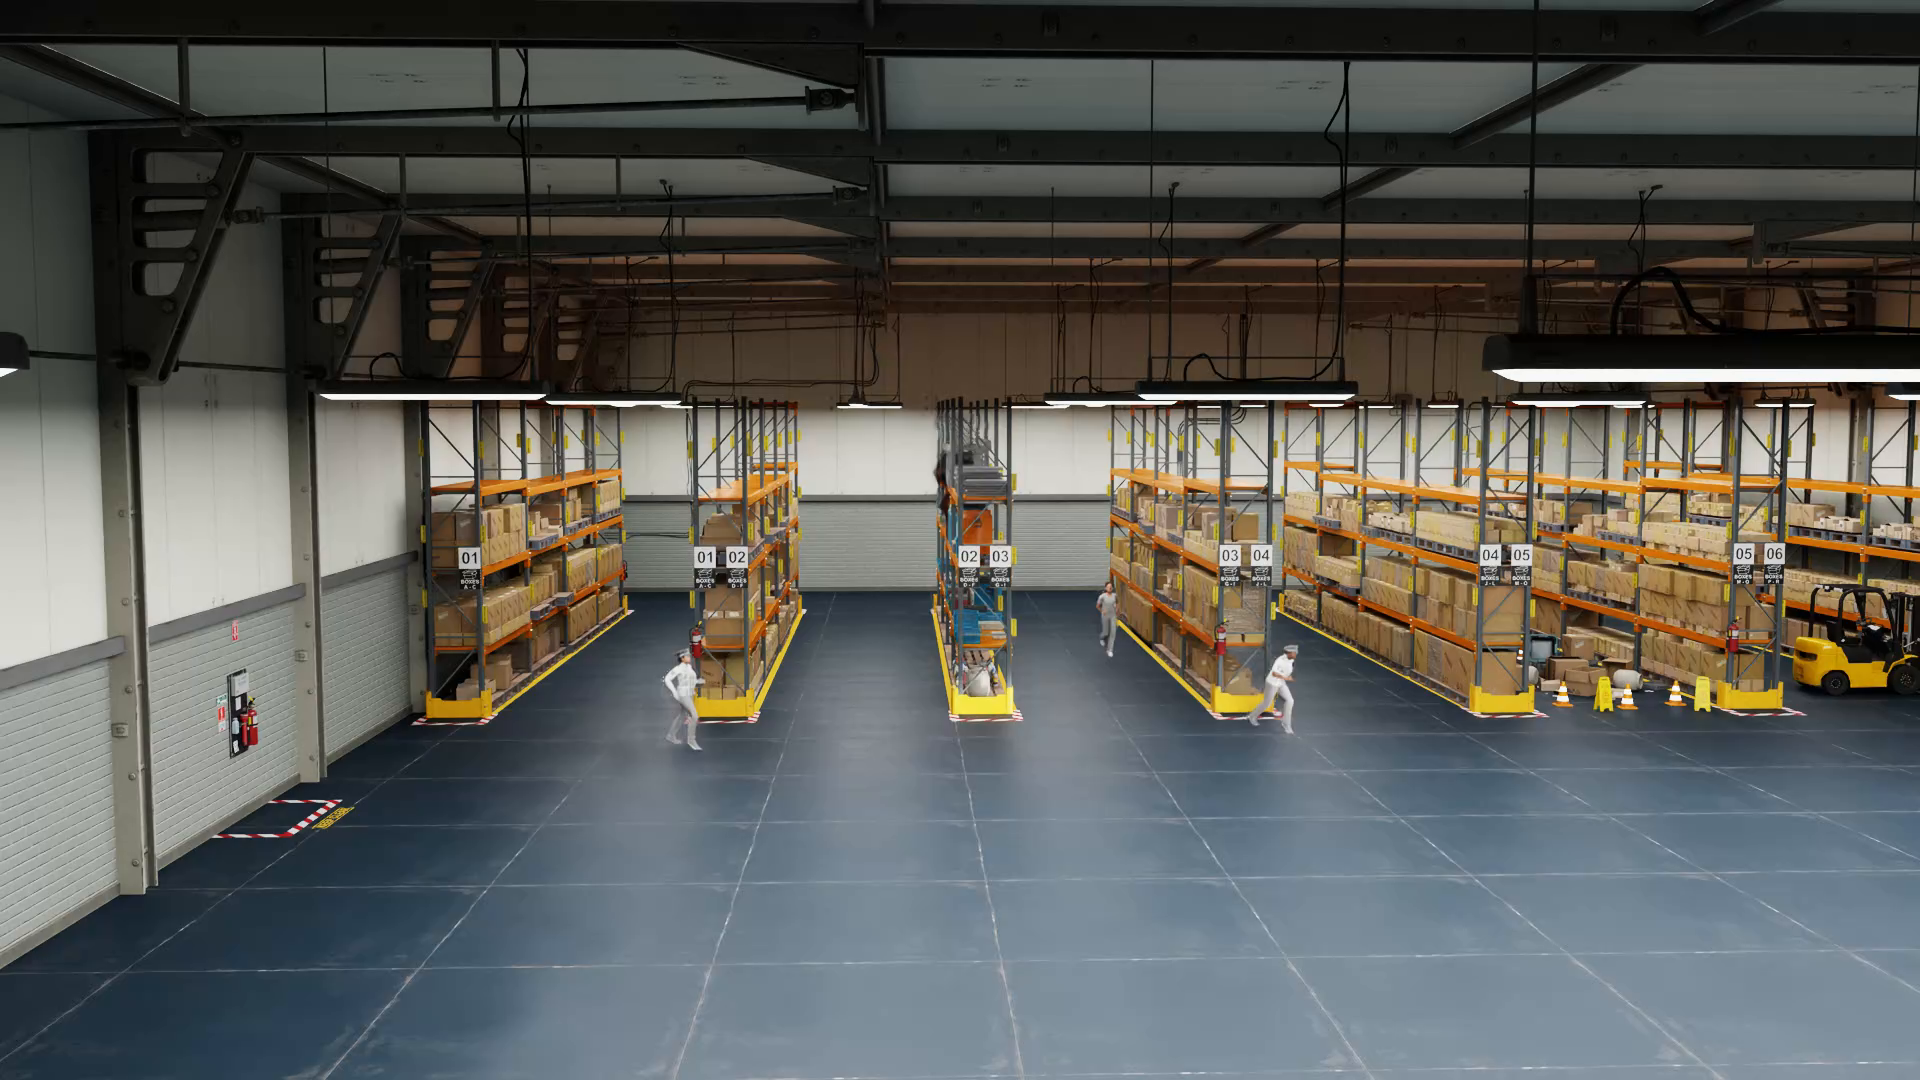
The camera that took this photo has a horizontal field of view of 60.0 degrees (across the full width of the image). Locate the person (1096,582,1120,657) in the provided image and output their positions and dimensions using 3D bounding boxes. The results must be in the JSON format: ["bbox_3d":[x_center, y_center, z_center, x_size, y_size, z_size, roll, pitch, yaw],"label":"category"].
[{"bbox_3d":[3.376,1.779,37.840,0.576,1.668,0.796,-1,4,-11],"label":"person"}]

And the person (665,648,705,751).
[{"bbox_3d":[-4.669,2.702,28.239,0.739,1.749,0.581,1,5,13],"label":"person"}]

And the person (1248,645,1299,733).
[{"bbox_3d":[5.637,2.657,29.893,0.978,1.624,0.617,4,6,39],"label":"person"}]

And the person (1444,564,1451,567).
[{"bbox_3d":[14.471,1.081,49.269,0.944,1.650,0.645,1,4,9],"label":"person"}]
